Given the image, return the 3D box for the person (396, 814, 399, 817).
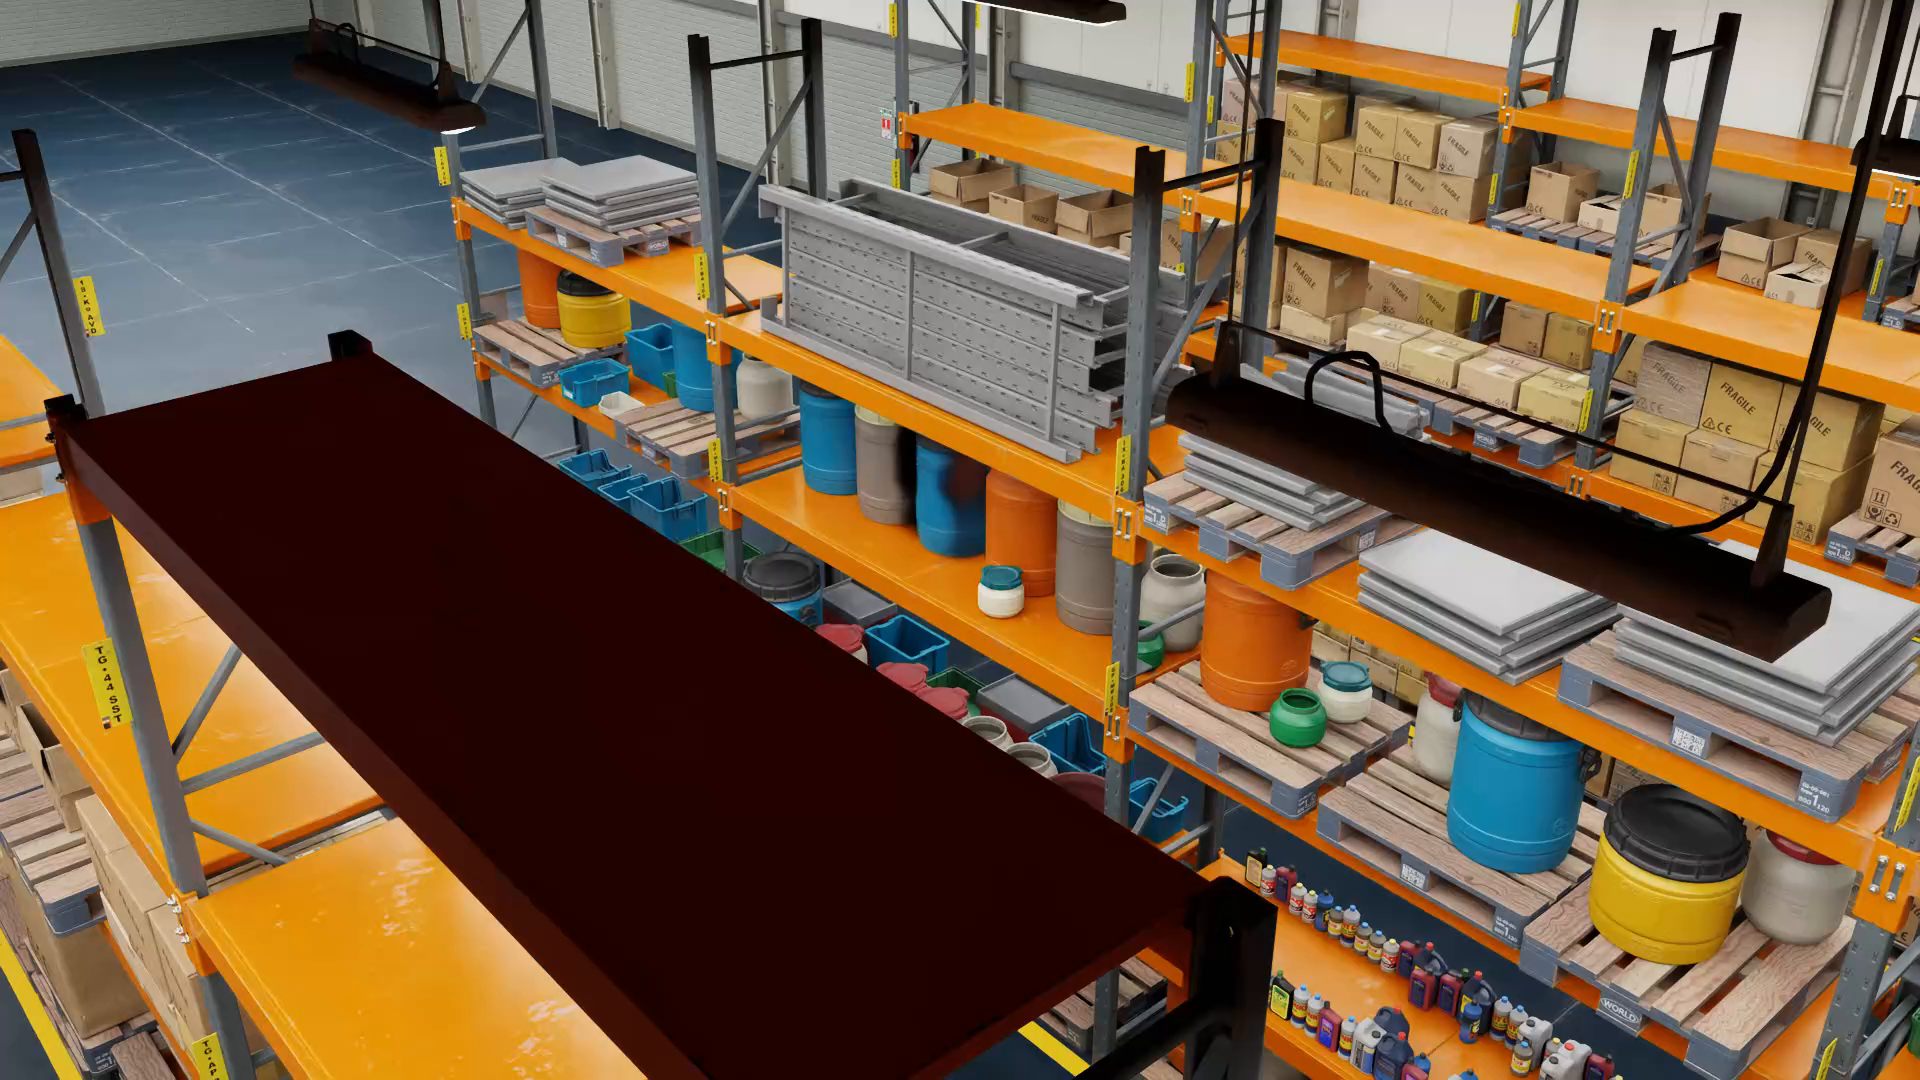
[{"bbox_3d":[-3.755,1.926,11.869,0.508,1.707,0.524,-3,27,-6],"label":"person"}]
